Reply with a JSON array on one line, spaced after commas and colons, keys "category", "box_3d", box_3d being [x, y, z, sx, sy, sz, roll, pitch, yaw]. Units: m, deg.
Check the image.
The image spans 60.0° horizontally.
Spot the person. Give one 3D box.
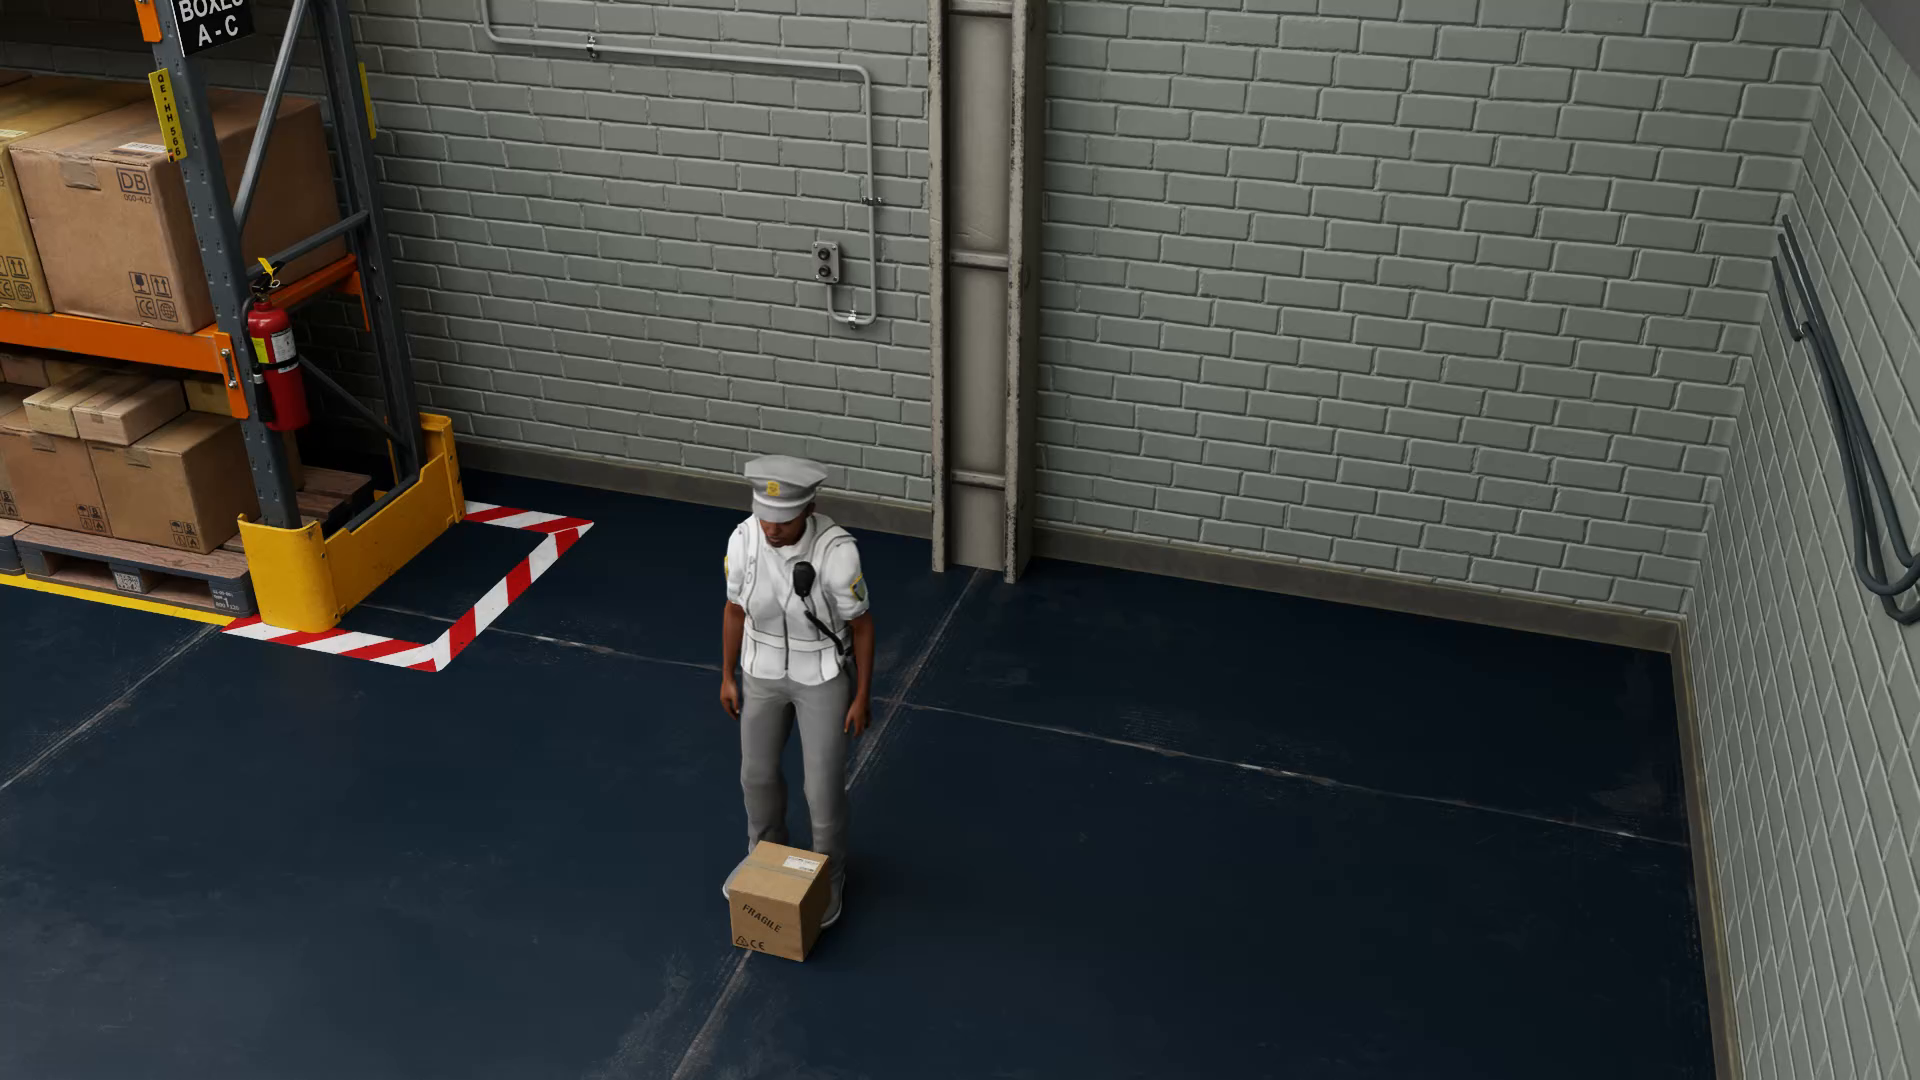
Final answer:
[{"category": "person", "box_3d": [-0.531, 0.465, 5.299, 0.525, 1.661, 0.418, 8, 30, 13]}]
